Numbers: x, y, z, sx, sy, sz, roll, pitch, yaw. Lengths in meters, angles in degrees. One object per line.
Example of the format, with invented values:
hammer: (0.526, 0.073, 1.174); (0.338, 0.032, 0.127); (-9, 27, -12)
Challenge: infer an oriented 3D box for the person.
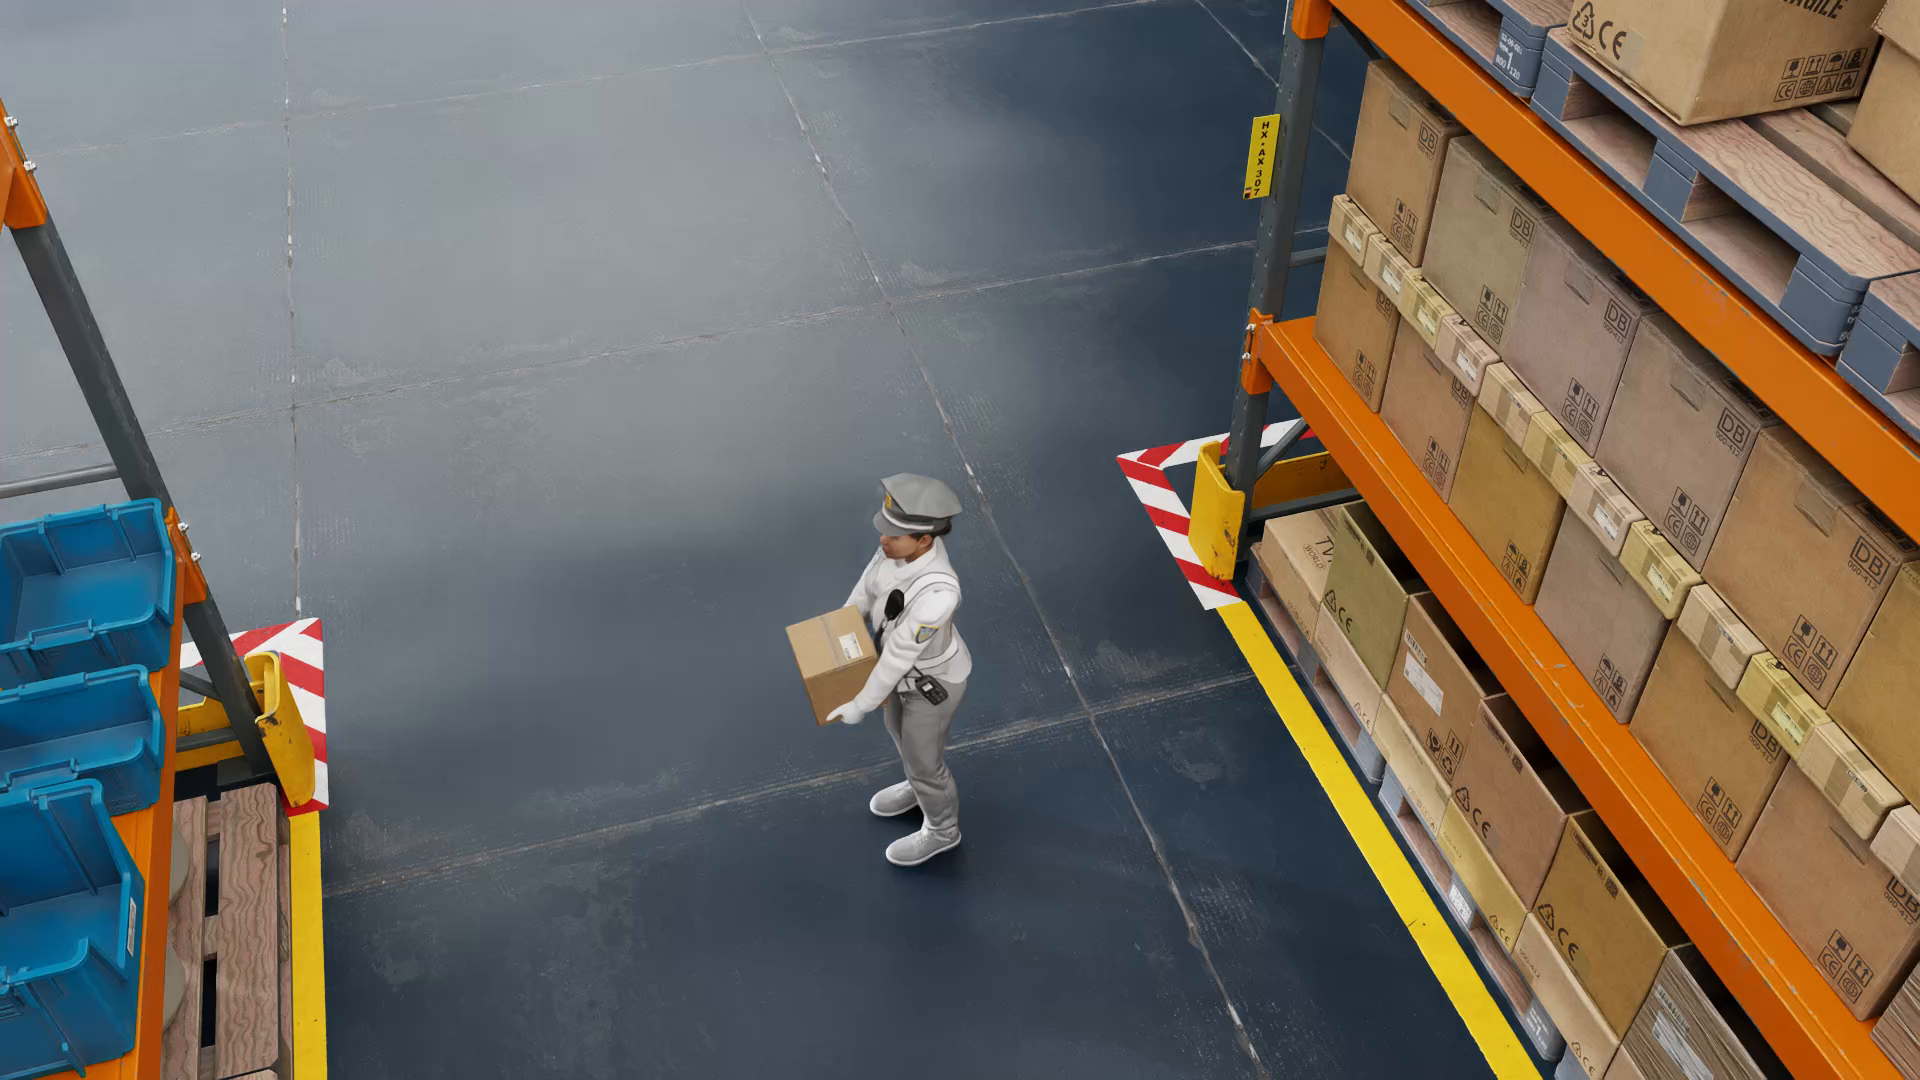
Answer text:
person: (-0.228, 0.471, 5.634); (0.526, 1.688, 0.416); (-13, 44, -13)
